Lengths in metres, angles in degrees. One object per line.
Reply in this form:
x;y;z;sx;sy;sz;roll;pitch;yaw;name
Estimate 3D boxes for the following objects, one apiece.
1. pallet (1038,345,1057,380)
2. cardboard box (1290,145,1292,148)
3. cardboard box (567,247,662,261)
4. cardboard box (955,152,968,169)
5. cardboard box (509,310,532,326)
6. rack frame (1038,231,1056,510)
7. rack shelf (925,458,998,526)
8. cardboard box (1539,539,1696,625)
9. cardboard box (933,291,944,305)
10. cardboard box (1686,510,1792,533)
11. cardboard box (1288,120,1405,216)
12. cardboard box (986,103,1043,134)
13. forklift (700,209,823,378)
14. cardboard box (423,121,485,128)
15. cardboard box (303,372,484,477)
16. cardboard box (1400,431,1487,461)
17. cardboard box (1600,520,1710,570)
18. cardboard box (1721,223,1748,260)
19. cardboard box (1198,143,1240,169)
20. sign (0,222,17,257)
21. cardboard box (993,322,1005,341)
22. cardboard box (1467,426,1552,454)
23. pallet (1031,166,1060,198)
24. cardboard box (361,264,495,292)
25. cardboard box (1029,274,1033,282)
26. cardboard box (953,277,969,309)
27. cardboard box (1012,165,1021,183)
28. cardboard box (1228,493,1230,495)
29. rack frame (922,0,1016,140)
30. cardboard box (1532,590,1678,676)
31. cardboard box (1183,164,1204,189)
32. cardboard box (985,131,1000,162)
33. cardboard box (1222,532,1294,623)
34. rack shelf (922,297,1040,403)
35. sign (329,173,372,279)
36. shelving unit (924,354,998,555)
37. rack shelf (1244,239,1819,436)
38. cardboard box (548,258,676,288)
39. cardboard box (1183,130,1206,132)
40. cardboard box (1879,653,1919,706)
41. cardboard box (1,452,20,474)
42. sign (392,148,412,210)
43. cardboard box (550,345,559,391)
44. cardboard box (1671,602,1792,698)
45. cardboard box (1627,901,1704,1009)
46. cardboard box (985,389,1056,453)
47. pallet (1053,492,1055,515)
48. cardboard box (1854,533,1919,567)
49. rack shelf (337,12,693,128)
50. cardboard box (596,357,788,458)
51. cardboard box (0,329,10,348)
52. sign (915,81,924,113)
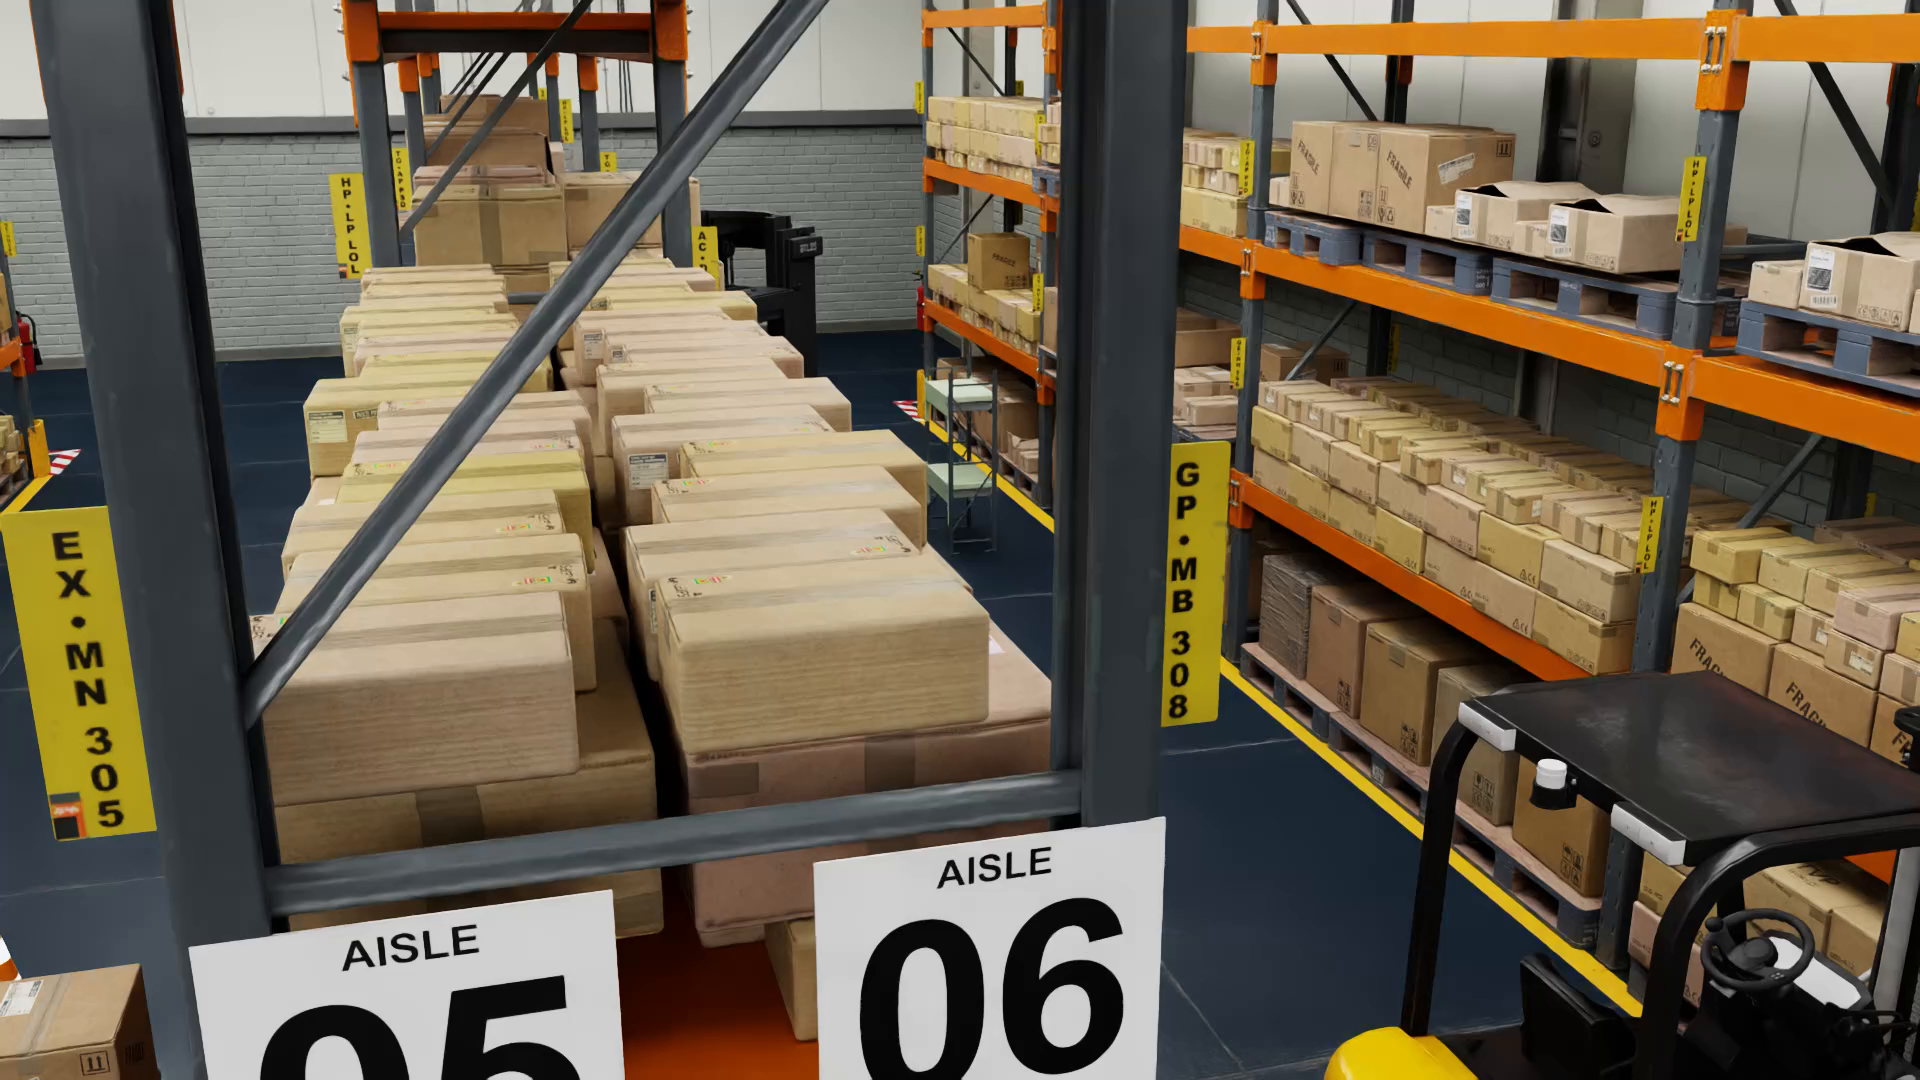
1.310;-1.441;13.867;1.003;0.211;1.213;-5;17;-15;pallet
2.418;-2.550;11.064;0.380;0.149;0.250;-5;17;-15;cardboard box
-1.293;-1.055;6.568;0.500;0.250;0.500;-5;17;-16;cardboard box
0.160;-3.787;16.567;0.380;0.149;0.250;-5;17;-15;cardboard box
-1.520;-0.520;4.998;0.500;0.250;0.500;-5;17;-16;cardboard box
1.196;-1.762;14.604;1.000;3.000;0.127;-5;17;-15;rack frame
0.002;-0.404;13.824;0.431;0.370;0.720;-5;17;-15;rack shelf
3.014;0.167;7.572;0.500;0.250;0.500;-5;17;-16;cardboard box
-0.077;-2.636;17.949;0.380;0.149;0.250;-5;17;-16;cardboard box
3.504;-0.022;7.510;0.380;0.149;0.250;-5;17;-17;cardboard box
2.260;-2.170;9.669;0.500;0.500;0.500;-5;17;-15;cardboard box
0.547;-3.910;15.415;0.500;0.250;0.500;-4;17;-14;cardboard box
-1.678;-0.623;10.931;1.130;2.935;3.031;10;19;30;forklift
-3.240;-2.412;10.651;0.500;0.500;0.500;-5;17;-15;cardboard box
-1.109;-0.239;3.371;0.380;0.149;0.250;-4;17;-14;cardboard box
2.629;-0.482;9.042;0.380;0.149;0.250;-5;17;-15;cardboard box
3.087;0.015;7.386;0.380;0.149;0.250;-4;17;-13;cardboard box
3.350;-1.365;7.601;0.380;0.149;0.250;-5;17;-15;cardboard box
1.824;-2.576;11.151;0.380;0.149;0.250;-5;18;-17;cardboard box
-8.868;-2.800;15.498;0.100;0.325;0.005;-5;17;-15;sign
0.535;-1.994;15.811;0.380;0.149;0.250;-5;17;-16;cardboard box
3.019;-0.517;9.158;0.380;0.149;0.250;-4;17;-14;cardboard box
1.308;-2.923;13.581;1.213;0.211;1.003;-5;17;-15;pallet
-1.605;-0.741;5.042;0.380;0.149;0.250;-5;17;-16;cardboard box
0.750;-2.553;16.981;0.500;0.250;0.500;-4;17;-14;cardboard box
0.243;-2.513;16.848;0.500;0.250;0.500;-5;17;-16;cardboard box
0.683;-3.297;14.938;0.380;0.149;0.250;-4;17;-13;cardboard box
2.155;-0.428;12.651;0.380;0.149;0.250;-5;17;-16;cardboard box
0.096;-5.742;17.425;1.000;3.000;0.127;-5;17;-15;rack frame
3.004;0.404;7.654;0.500;0.250;0.500;-4;17;-14;cardboard box
1.756;-2.504;11.427;0.380;0.149;0.250;-5;17;-15;cardboard box
0.540;-3.669;15.481;0.500;0.250;0.500;-4;17;-14;cardboard box
1.972;0.240;11.553;0.500;0.500;0.500;-4;17;-14;cardboard box
0.646;-1.971;16.550;1.077;0.370;4.000;-5;17;-15;rack shelf
-1.910;-0.984;5.216;0.100;0.325;0.005;-5;17;-15;sign
0.002;-0.716;13.730;0.431;1.500;0.755;-5;17;-15;shelving unit
2.845;-1.195;8.751;1.077;0.370;4.000;-5;17;-15;rack shelf
-1.080;-0.784;5.183;0.380;0.149;0.250;-4;17;-14;cardboard box
1.696;-3.035;12.642;0.380;0.149;0.250;-5;17;-15;cardboard box
3.467;0.489;5.808;0.380;0.149;0.250;-5;17;-16;cardboard box
-8.893;-0.699;15.292;0.380;0.149;0.250;-4;17;-14;cardboard box
-3.012;-1.943;8.955;0.100;0.325;0.005;-5;17;-15;sign
-0.996;-0.562;5.138;0.500;0.250;0.500;-5;17;-16;cardboard box
3.265;0.546;6.746;0.500;0.500;0.500;-5;17;-17;cardboard box
3.209;1.726;7.040;0.500;0.250;0.500;-5;17;-15;cardboard box
0.656;-1.169;16.246;0.700;0.500;0.500;-5;18;-17;cardboard box
1.456;-0.205;14.267;1.003;0.211;1.213;-5;17;-15;pallet
3.802;0.087;6.631;0.380;0.149;0.250;-5;17;-17;cardboard box
-1.927;-2.046;7.067;1.077;0.370;4.000;-5;17;-15;rack shelf
-0.568;-0.285;3.525;0.380;0.149;0.250;-4;17;-14;cardboard box
-9.045;-1.868;15.392;0.380;0.149;0.250;-5;17;-15;cardboard box
-0.425;-4.681;17.588;0.100;0.325;0.005;-5;17;-15;sign
